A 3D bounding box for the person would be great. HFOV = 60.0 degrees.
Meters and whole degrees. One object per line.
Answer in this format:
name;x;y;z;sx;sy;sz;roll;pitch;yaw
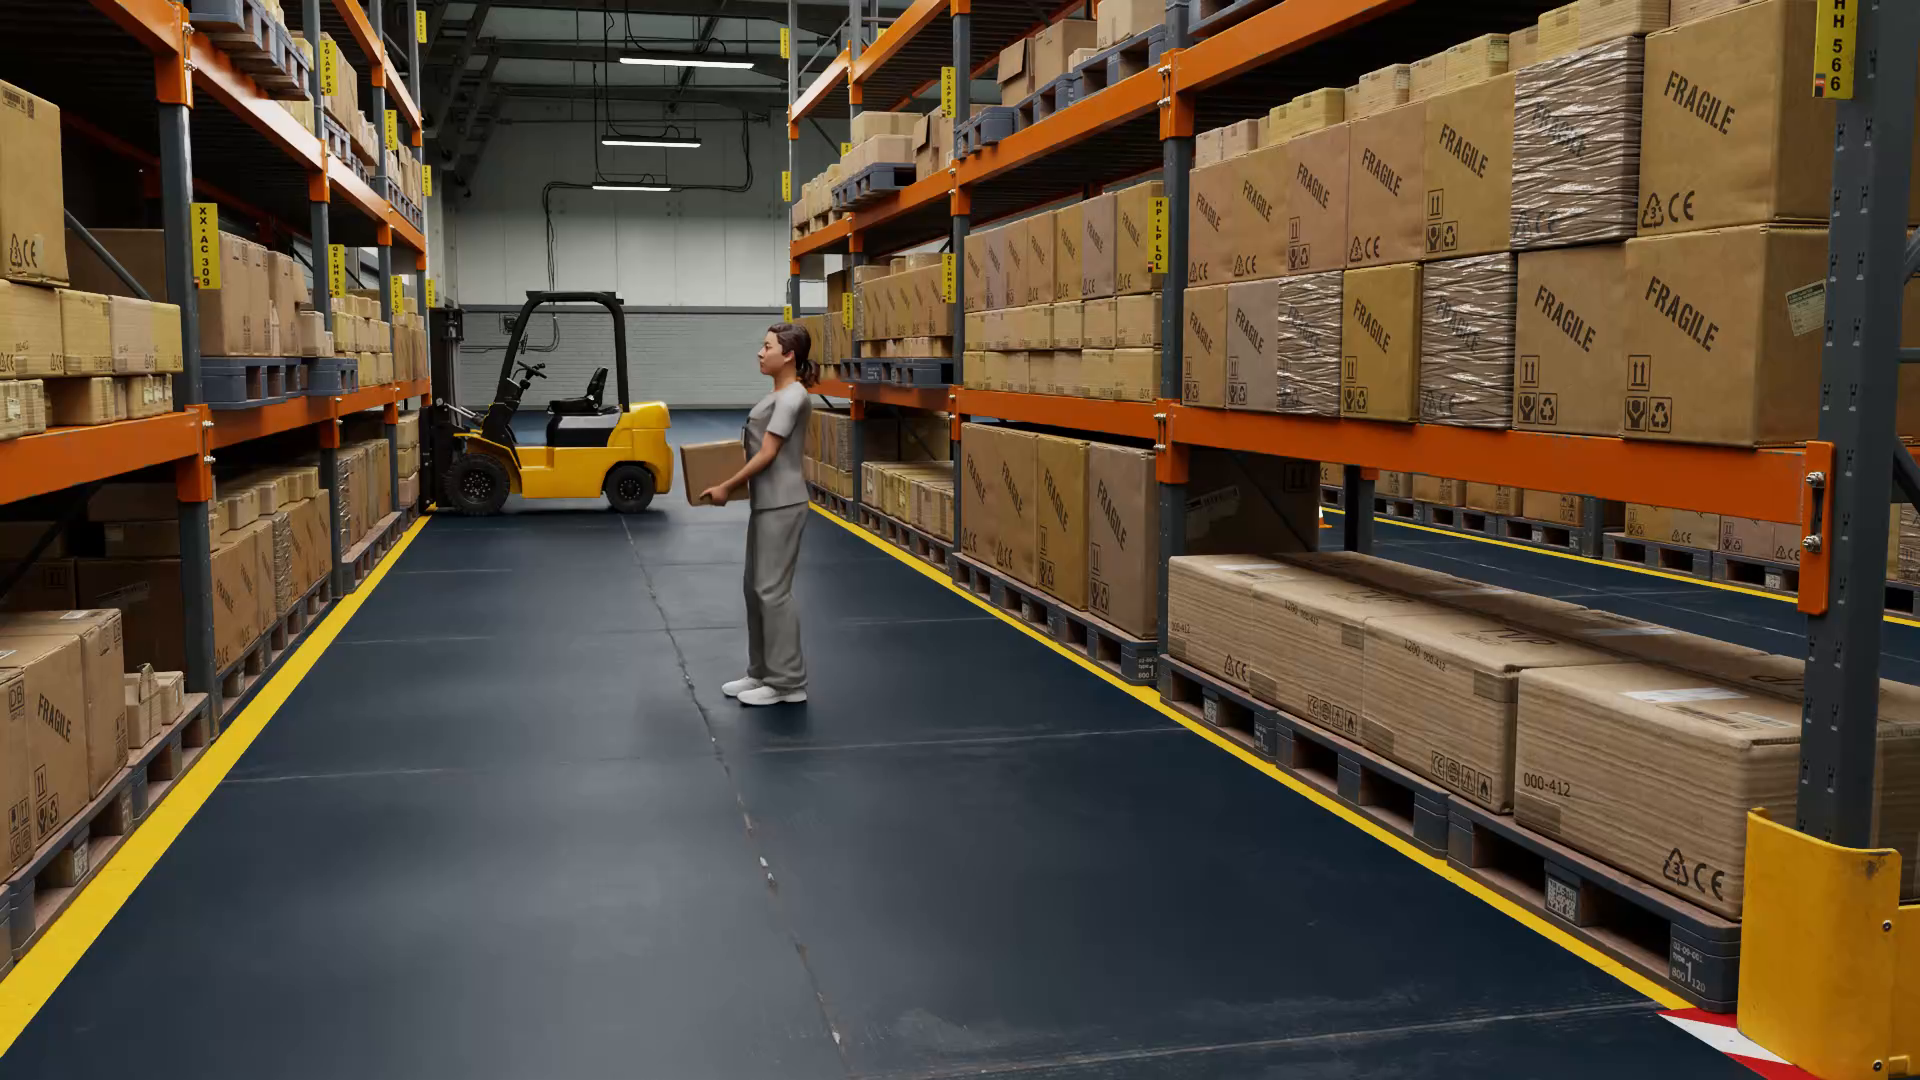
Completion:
person;-0.876;-0.120;7.305;0.554;1.666;0.436;-1;6;-13
